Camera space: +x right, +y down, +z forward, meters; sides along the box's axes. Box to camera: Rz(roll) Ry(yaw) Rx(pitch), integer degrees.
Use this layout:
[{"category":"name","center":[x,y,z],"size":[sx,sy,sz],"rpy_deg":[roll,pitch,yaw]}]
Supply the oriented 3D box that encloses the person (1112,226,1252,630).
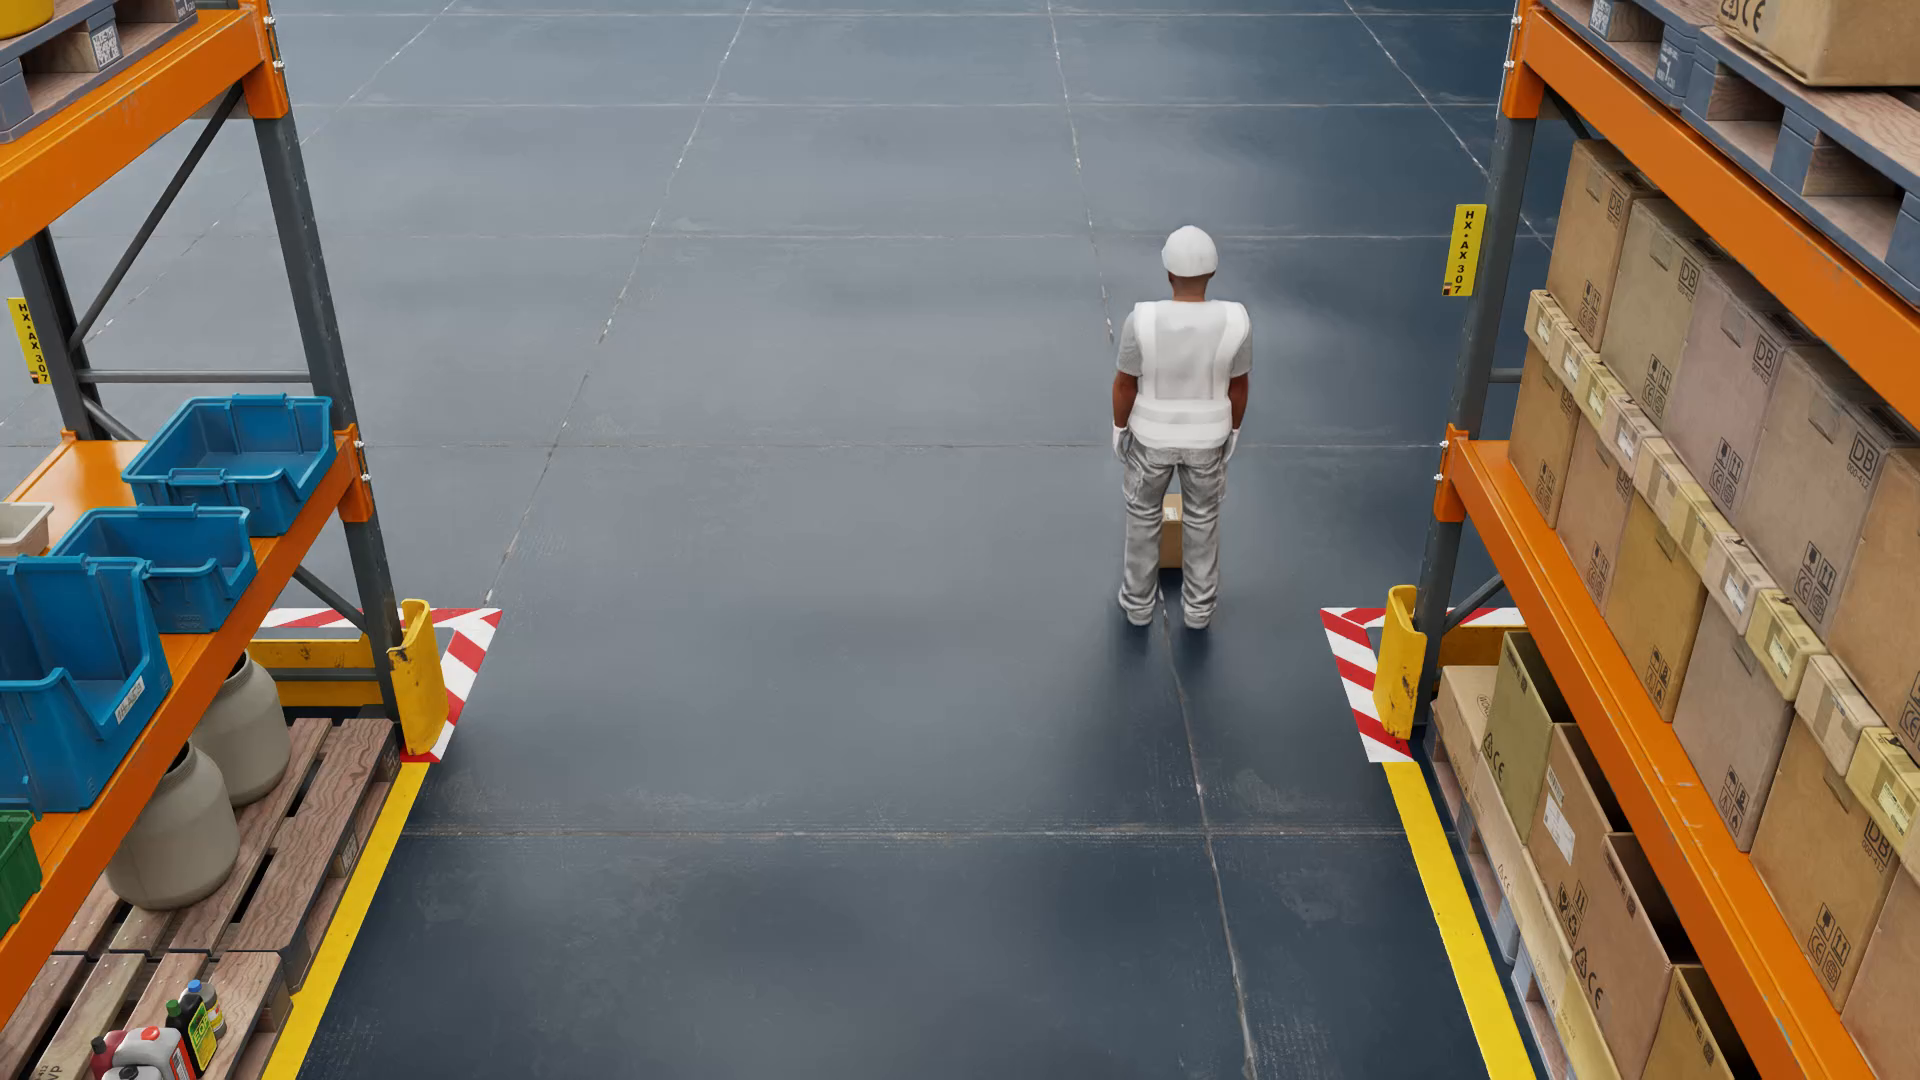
[{"category":"person","center":[0.891,-0.444,6.849],"size":[0.546,1.779,0.366],"rpy_deg":[0,31,1]}]
